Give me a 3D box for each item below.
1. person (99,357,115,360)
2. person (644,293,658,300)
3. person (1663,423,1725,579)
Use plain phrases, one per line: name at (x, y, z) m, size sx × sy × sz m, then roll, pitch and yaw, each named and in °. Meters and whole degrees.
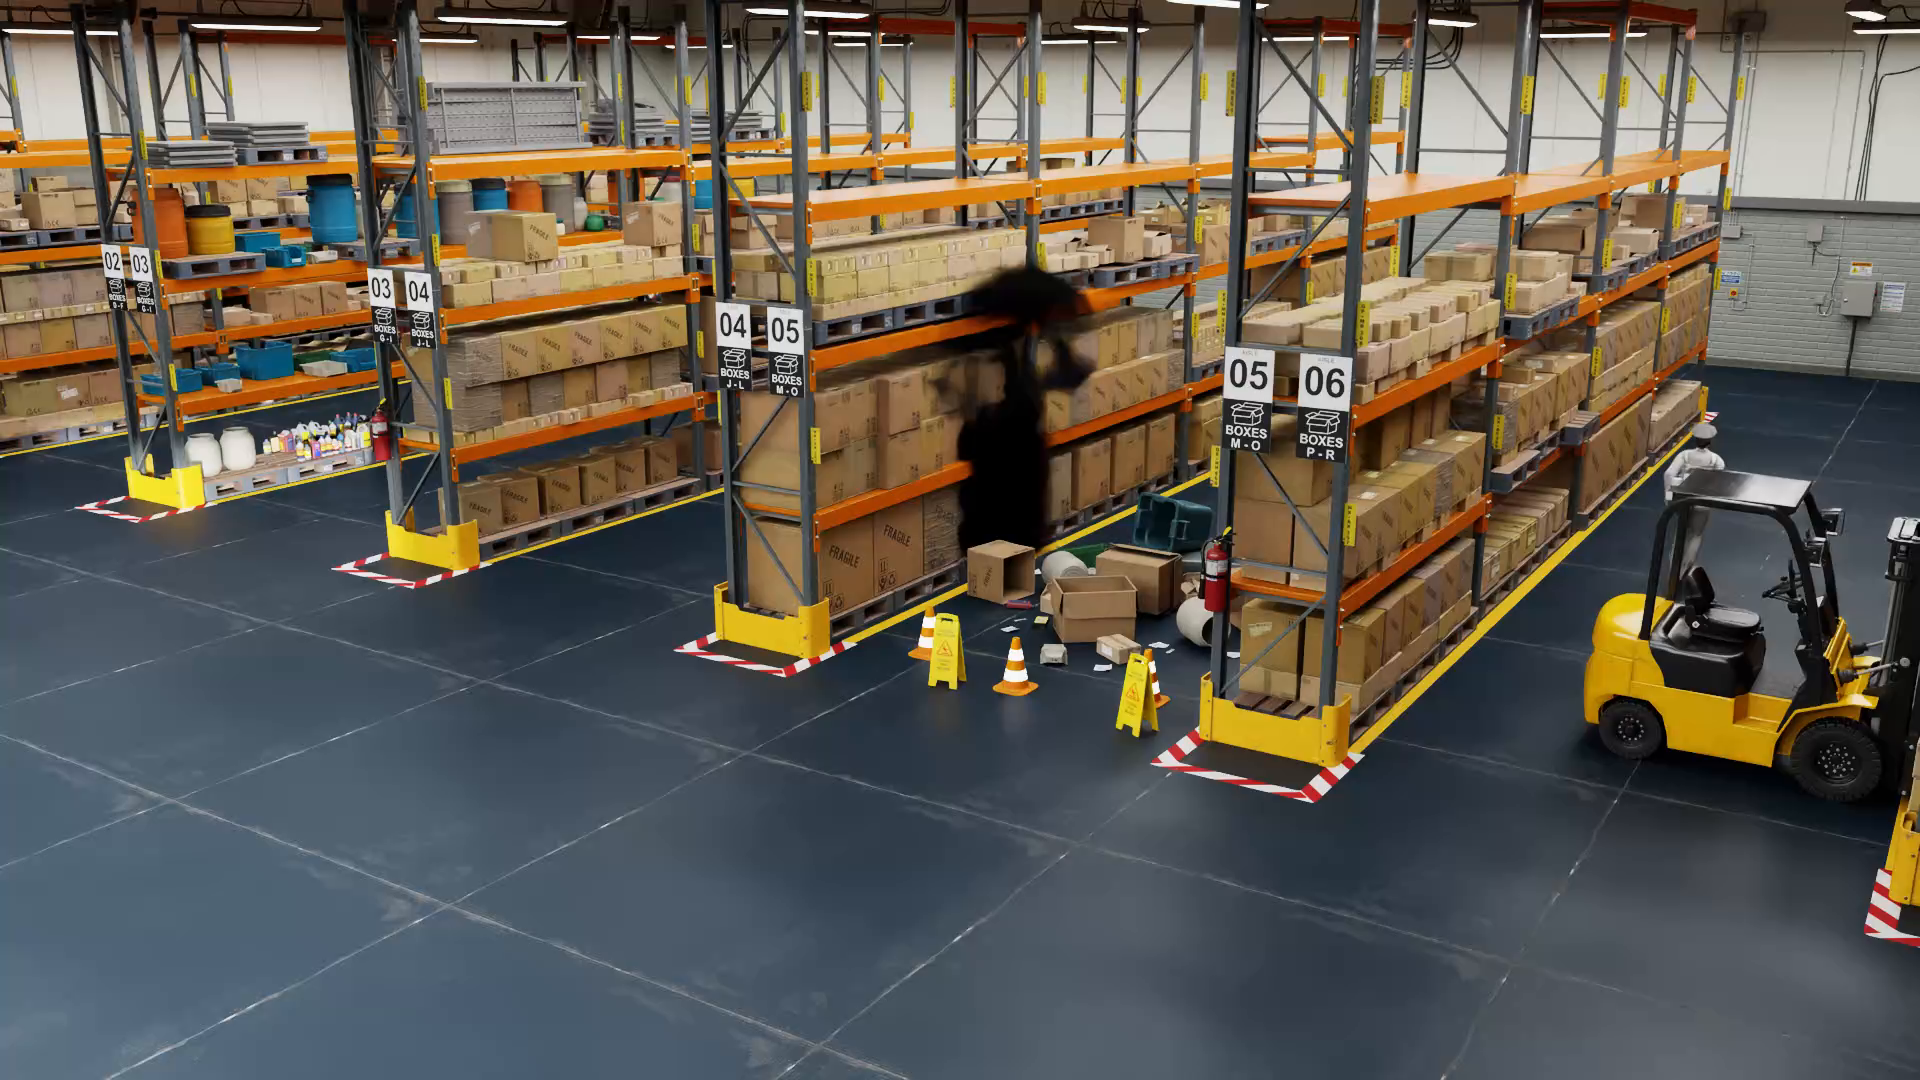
person at (-13.633, -2.943, 26.761) m, size 0.746 × 1.715 × 1.060 m, roll 9°, pitch 18°, yaw 29°
person at (-5.687, -4.093, 30.677) m, size 0.653 × 1.756 × 0.881 m, roll 9°, pitch 18°, yaw 29°
person at (7.787, -0.424, 17.662) m, size 0.592 × 1.646 × 0.633 m, roll 9°, pitch 18°, yaw 28°
